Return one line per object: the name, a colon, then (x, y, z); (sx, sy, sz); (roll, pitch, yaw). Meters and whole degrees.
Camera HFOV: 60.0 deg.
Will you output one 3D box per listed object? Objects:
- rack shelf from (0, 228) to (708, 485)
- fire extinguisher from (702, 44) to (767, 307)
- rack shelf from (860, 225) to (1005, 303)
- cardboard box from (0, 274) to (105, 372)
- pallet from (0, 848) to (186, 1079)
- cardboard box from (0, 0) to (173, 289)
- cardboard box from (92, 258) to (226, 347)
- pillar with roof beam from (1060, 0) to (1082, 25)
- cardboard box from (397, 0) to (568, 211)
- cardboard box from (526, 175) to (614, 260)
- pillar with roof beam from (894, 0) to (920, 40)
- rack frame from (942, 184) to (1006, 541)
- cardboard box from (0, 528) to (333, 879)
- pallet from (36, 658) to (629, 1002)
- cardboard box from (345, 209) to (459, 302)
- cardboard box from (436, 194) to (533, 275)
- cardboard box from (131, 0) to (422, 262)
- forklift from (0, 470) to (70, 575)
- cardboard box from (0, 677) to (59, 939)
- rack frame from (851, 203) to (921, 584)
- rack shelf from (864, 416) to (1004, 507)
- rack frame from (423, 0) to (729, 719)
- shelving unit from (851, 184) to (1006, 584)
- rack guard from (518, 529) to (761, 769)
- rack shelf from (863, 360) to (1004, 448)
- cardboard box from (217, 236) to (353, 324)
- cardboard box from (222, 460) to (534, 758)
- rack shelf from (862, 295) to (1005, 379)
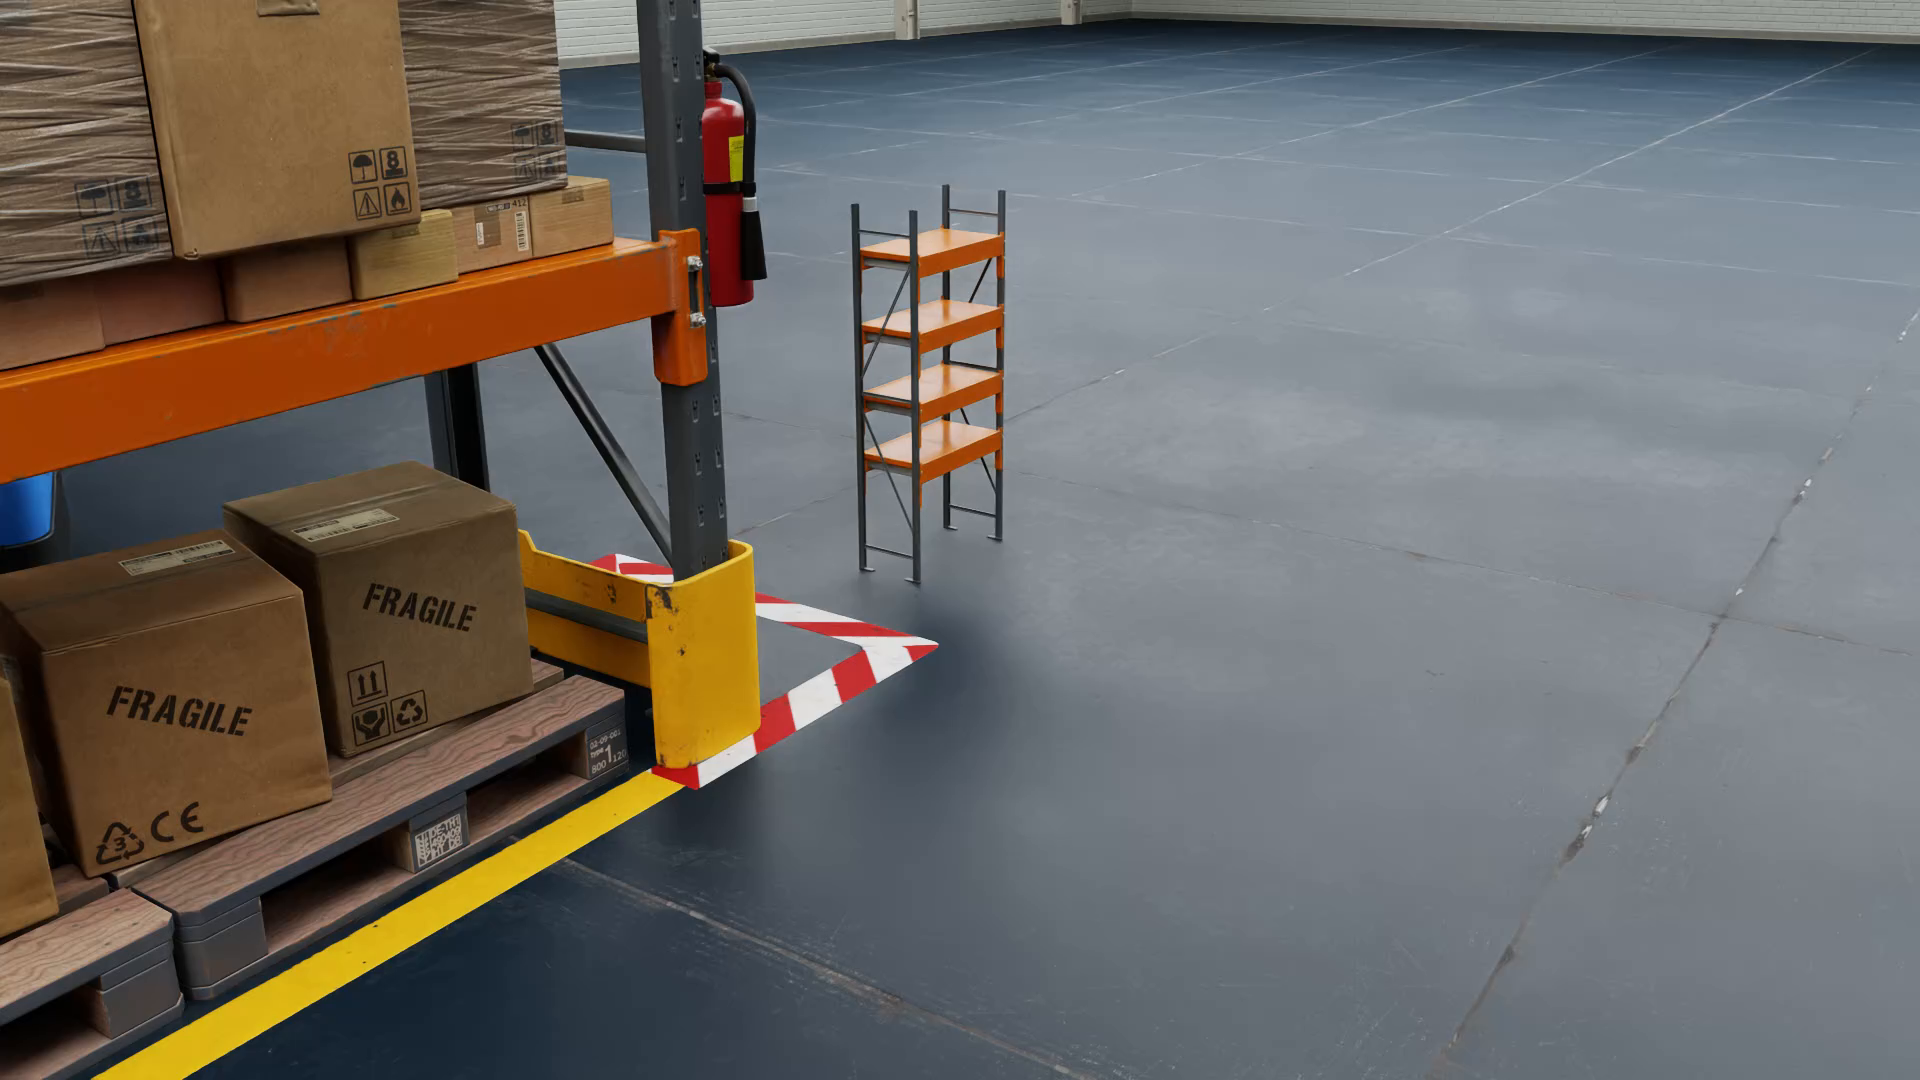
rack shelf: (-2.167, -0.094, 2.731); (1.077, 0.370, 4.000); (13, 24, 32)
fire extinguisher: (-0.597, -0.911, 4.017); (0.296, 0.674, 0.183); (13, 24, 32)
rack shelf: (-0.093, -0.884, 5.292); (0.258, 0.148, 0.480); (13, 24, 32)
cardboard box: (-1.721, -0.403, 2.893); (0.380, 0.149, 0.250); (13, 24, 32)
pallet: (-2.257, 0.900, 3.028); (1.003, 0.211, 1.213); (13, 24, 32)
cardboard box: (-1.873, -0.737, 2.860); (0.875, 0.500, 0.500); (13, 24, 32)
cardboard box: (-1.599, -0.479, 3.099); (0.380, 0.149, 0.250); (13, 24, 32)
pillar with roof beam: (5.942, -14.462, 31.891); (9.100, 9.000, 0.400); (13, 24, 32)
cardboard box: (-1.374, -1.039, 3.676); (0.875, 0.500, 0.500); (13, 24, 32)
cardboard box: (-1.032, -0.765, 3.871); (0.380, 0.149, 0.250); (13, 24, 32)
pillar with roof beam: (2.569, -12.741, 27.237); (9.100, 9.000, 0.400); (13, 24, 32)
rack frame: (0.044, -0.585, 5.618); (0.240, 1.200, 0.015); (13, 24, 32)
cardboard box: (-1.715, 0.325, 3.561); (0.500, 0.500, 0.500); (-17, 26, -38)
pallet: (-1.571, 0.551, 3.971); (1.003, 0.211, 1.213); (13, 24, 32)
cardboard box: (-1.271, -0.612, 3.457); (0.380, 0.149, 0.250); (13, 24, 32)
cardboard box: (-1.173, -0.693, 3.678); (0.380, 0.149, 0.250); (13, 24, 32)
cardboard box: (-1.556, -0.872, 3.225); (0.875, 0.500, 0.500); (13, 24, 32)
forklift: (-4.237, -1.007, 4.262); (3.031, 2.935, 1.130); (-10, 22, -25)
cardboard box: (-2.083, 0.501, 3.085); (0.500, 0.500, 0.500); (16, 26, 37)
rack frame: (-0.230, -0.445, 5.239); (0.240, 1.200, 0.015); (13, 24, 32)
rack shelf: (-0.093, -0.266, 5.521); (0.258, 0.148, 0.480); (13, 24, 32)
rack frame: (-1.042, -1.005, 4.158); (1.000, 3.000, 0.127); (13, 24, 32)
shelving unit: (-0.093, -0.515, 5.428); (0.258, 1.200, 0.503); (13, 24, 32)
rack guard: (-1.085, 0.189, 4.532); (1.175, 0.500, 0.348); (13, 24, 32)
rack shelf: (-0.093, -0.452, 5.452); (0.258, 0.148, 0.480); (13, 24, 32)
cardboard box: (-1.424, -0.543, 3.271); (0.380, 0.149, 0.250); (13, 24, 32)
cardboard box: (-1.407, 0.147, 4.043); (0.500, 0.500, 0.500); (19, 28, 42)
rack shelf: (-0.093, -0.662, 5.374); (0.258, 0.148, 0.480); (13, 24, 32)
